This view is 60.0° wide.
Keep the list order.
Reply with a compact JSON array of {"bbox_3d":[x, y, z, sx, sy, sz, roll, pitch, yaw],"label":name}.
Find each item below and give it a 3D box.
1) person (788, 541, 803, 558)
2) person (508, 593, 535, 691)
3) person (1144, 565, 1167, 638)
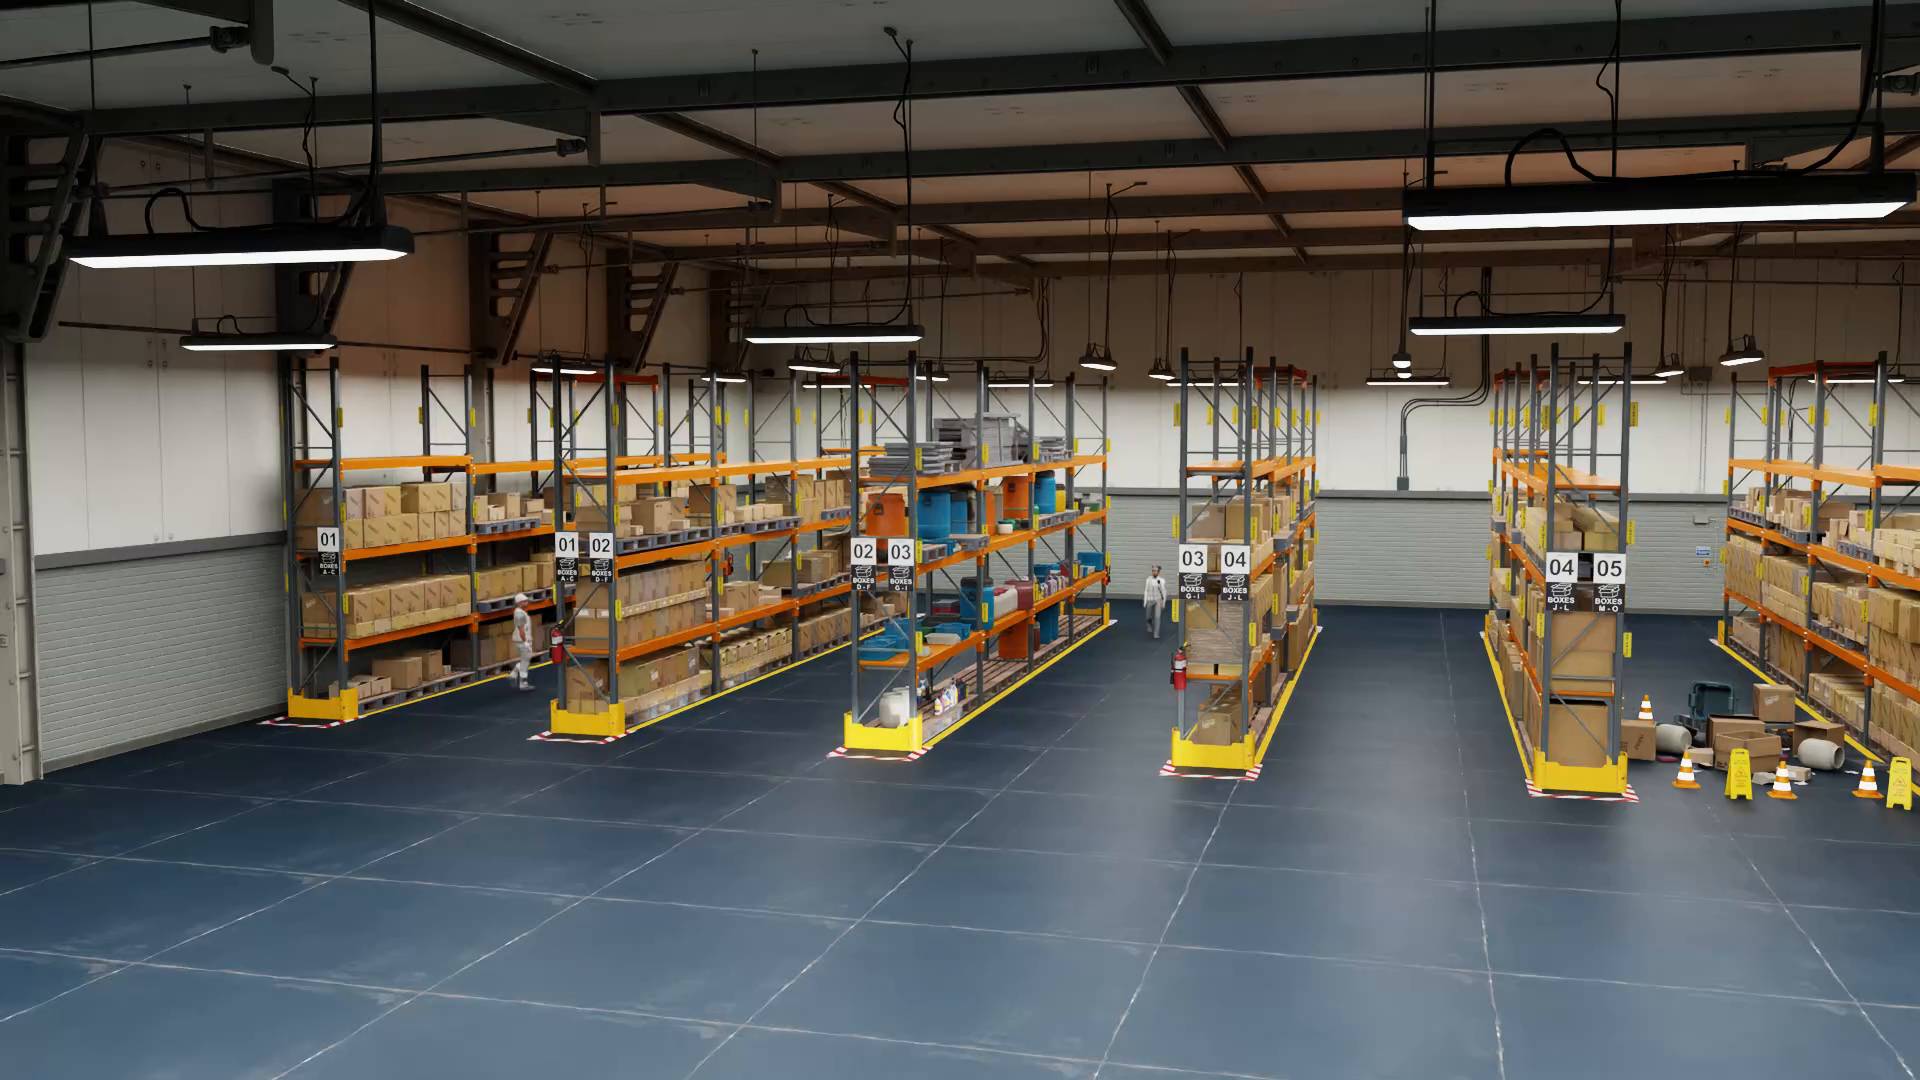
[{"bbox_3d":[-4.292,0.895,43.703,0.572,1.749,0.576,1,4,15],"label":"person"},{"bbox_3d":[-8.002,1.863,30.380,0.497,1.784,0.547,-3,5,-40],"label":"person"},{"bbox_3d":[4.461,1.381,37.938,0.507,1.649,0.707,1,4,13],"label":"person"}]
